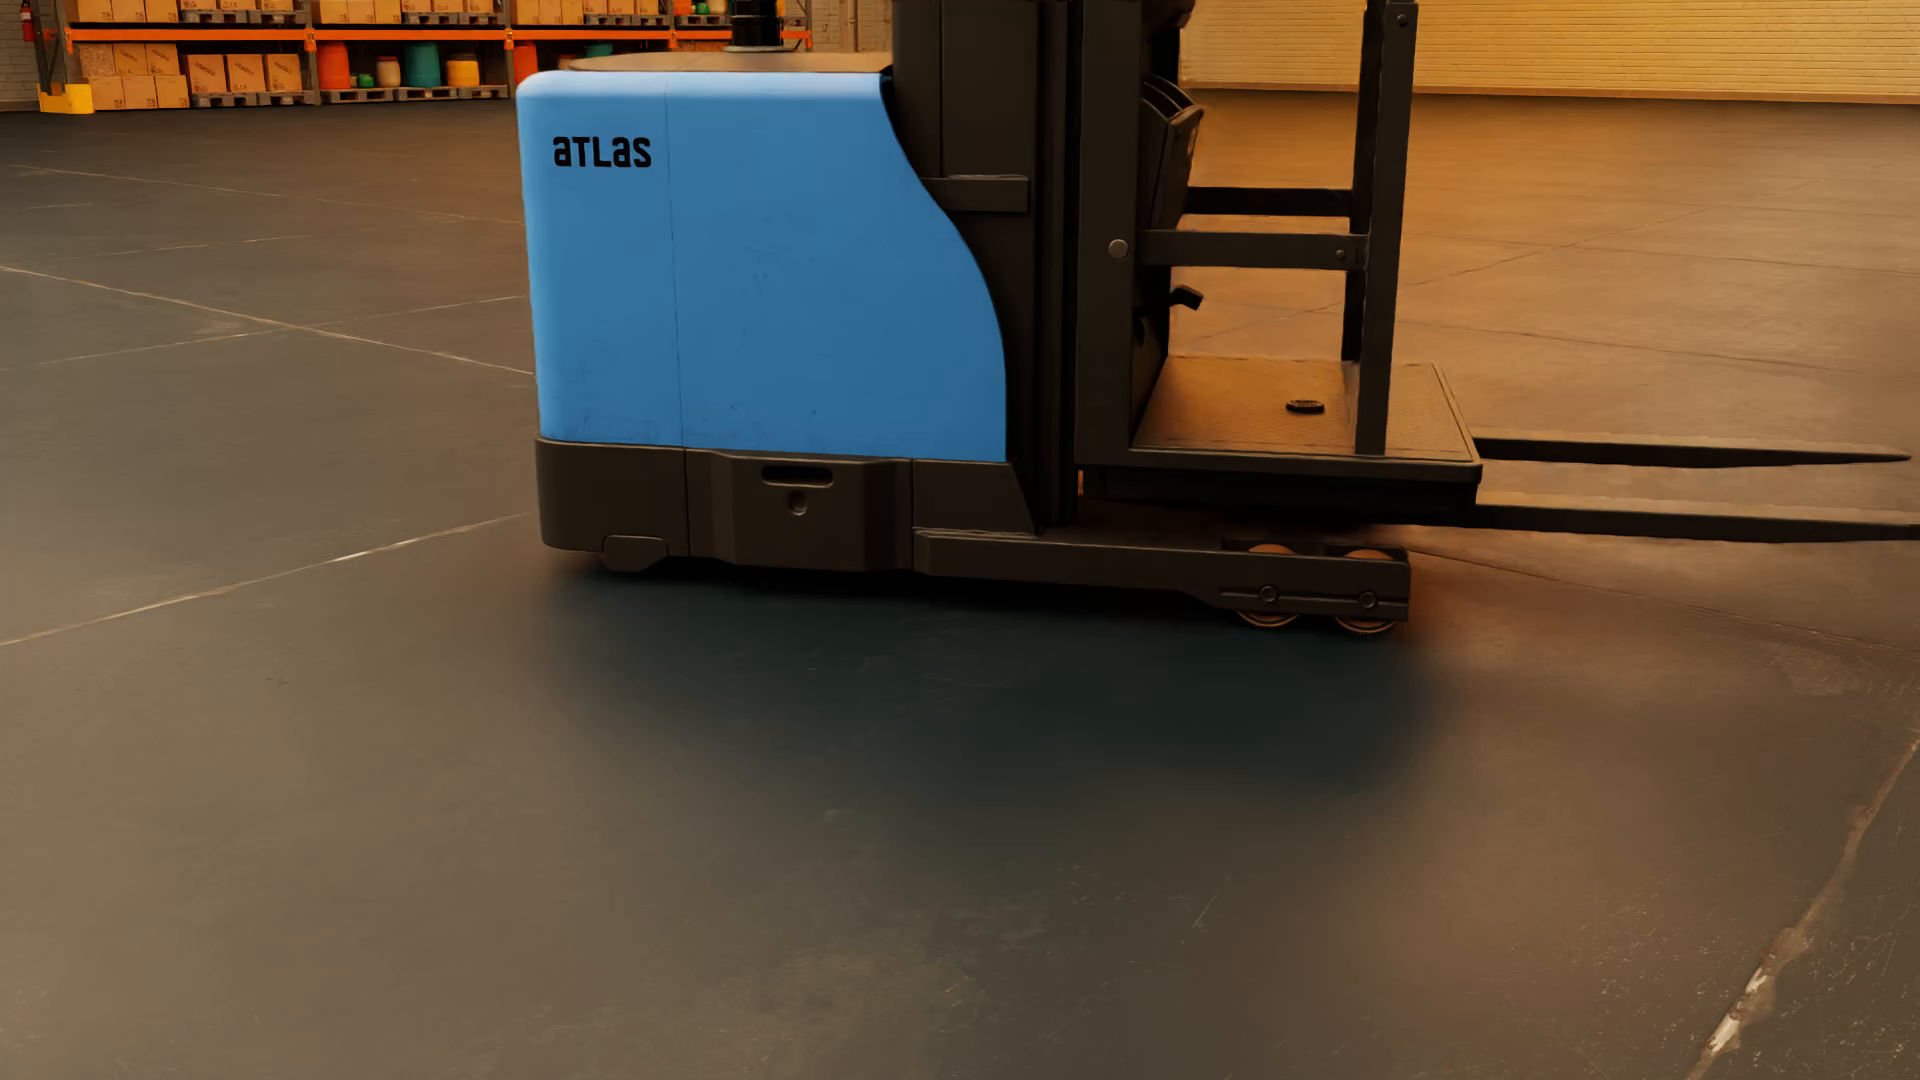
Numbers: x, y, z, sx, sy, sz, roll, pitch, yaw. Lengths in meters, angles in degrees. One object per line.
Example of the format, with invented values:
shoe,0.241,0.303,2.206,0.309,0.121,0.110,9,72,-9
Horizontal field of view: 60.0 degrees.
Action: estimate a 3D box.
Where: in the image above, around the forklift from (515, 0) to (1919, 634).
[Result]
forklift,0.635,-1.382,3.450,3.031,2.935,1.130,3,17,10
